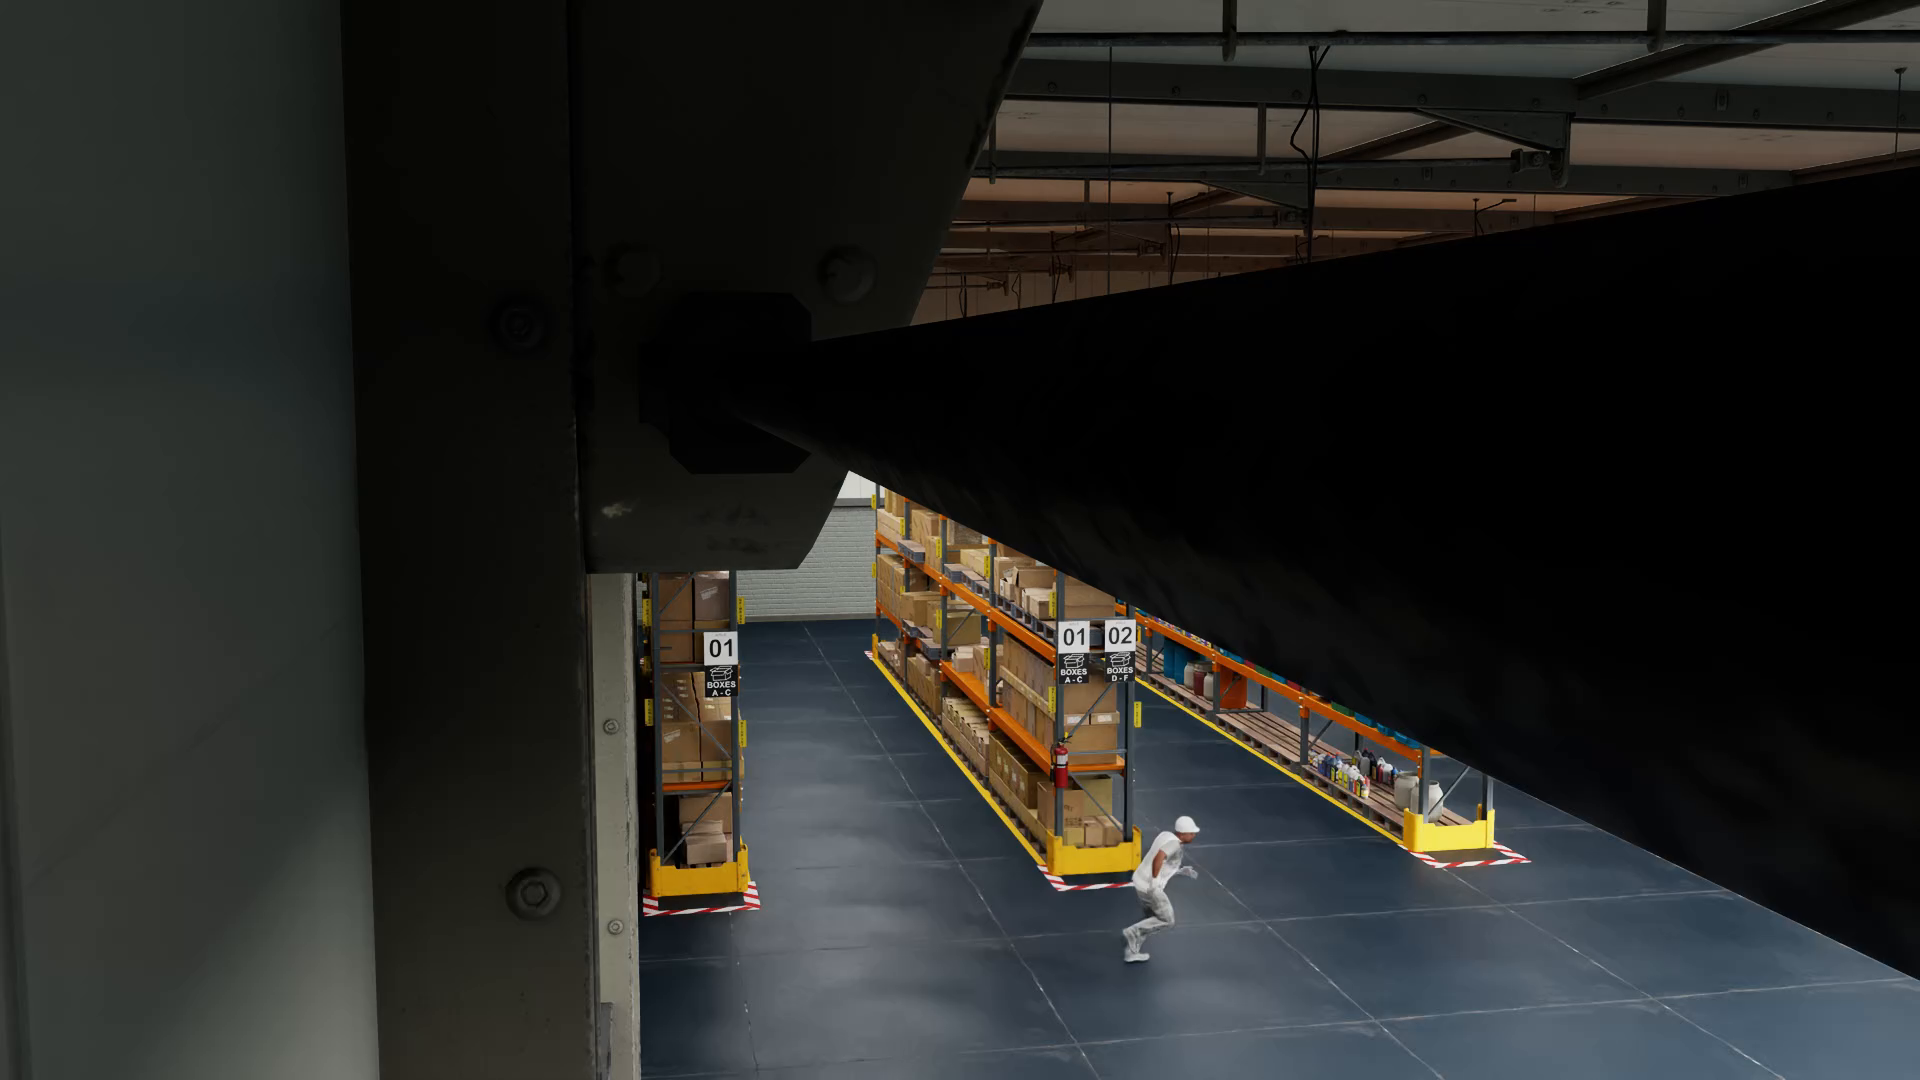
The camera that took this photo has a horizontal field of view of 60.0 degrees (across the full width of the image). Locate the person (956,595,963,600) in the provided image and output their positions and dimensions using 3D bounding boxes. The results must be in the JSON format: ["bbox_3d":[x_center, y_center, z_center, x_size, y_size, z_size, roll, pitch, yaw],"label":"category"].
[{"bbox_3d":[-0.100,1.635,37.249,0.828,1.749,0.711,4,7,35],"label":"person"}]

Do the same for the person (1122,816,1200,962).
[{"bbox_3d":[2.143,3.731,17.691,0.825,1.586,0.715,0,6,-2],"label":"person"}]
